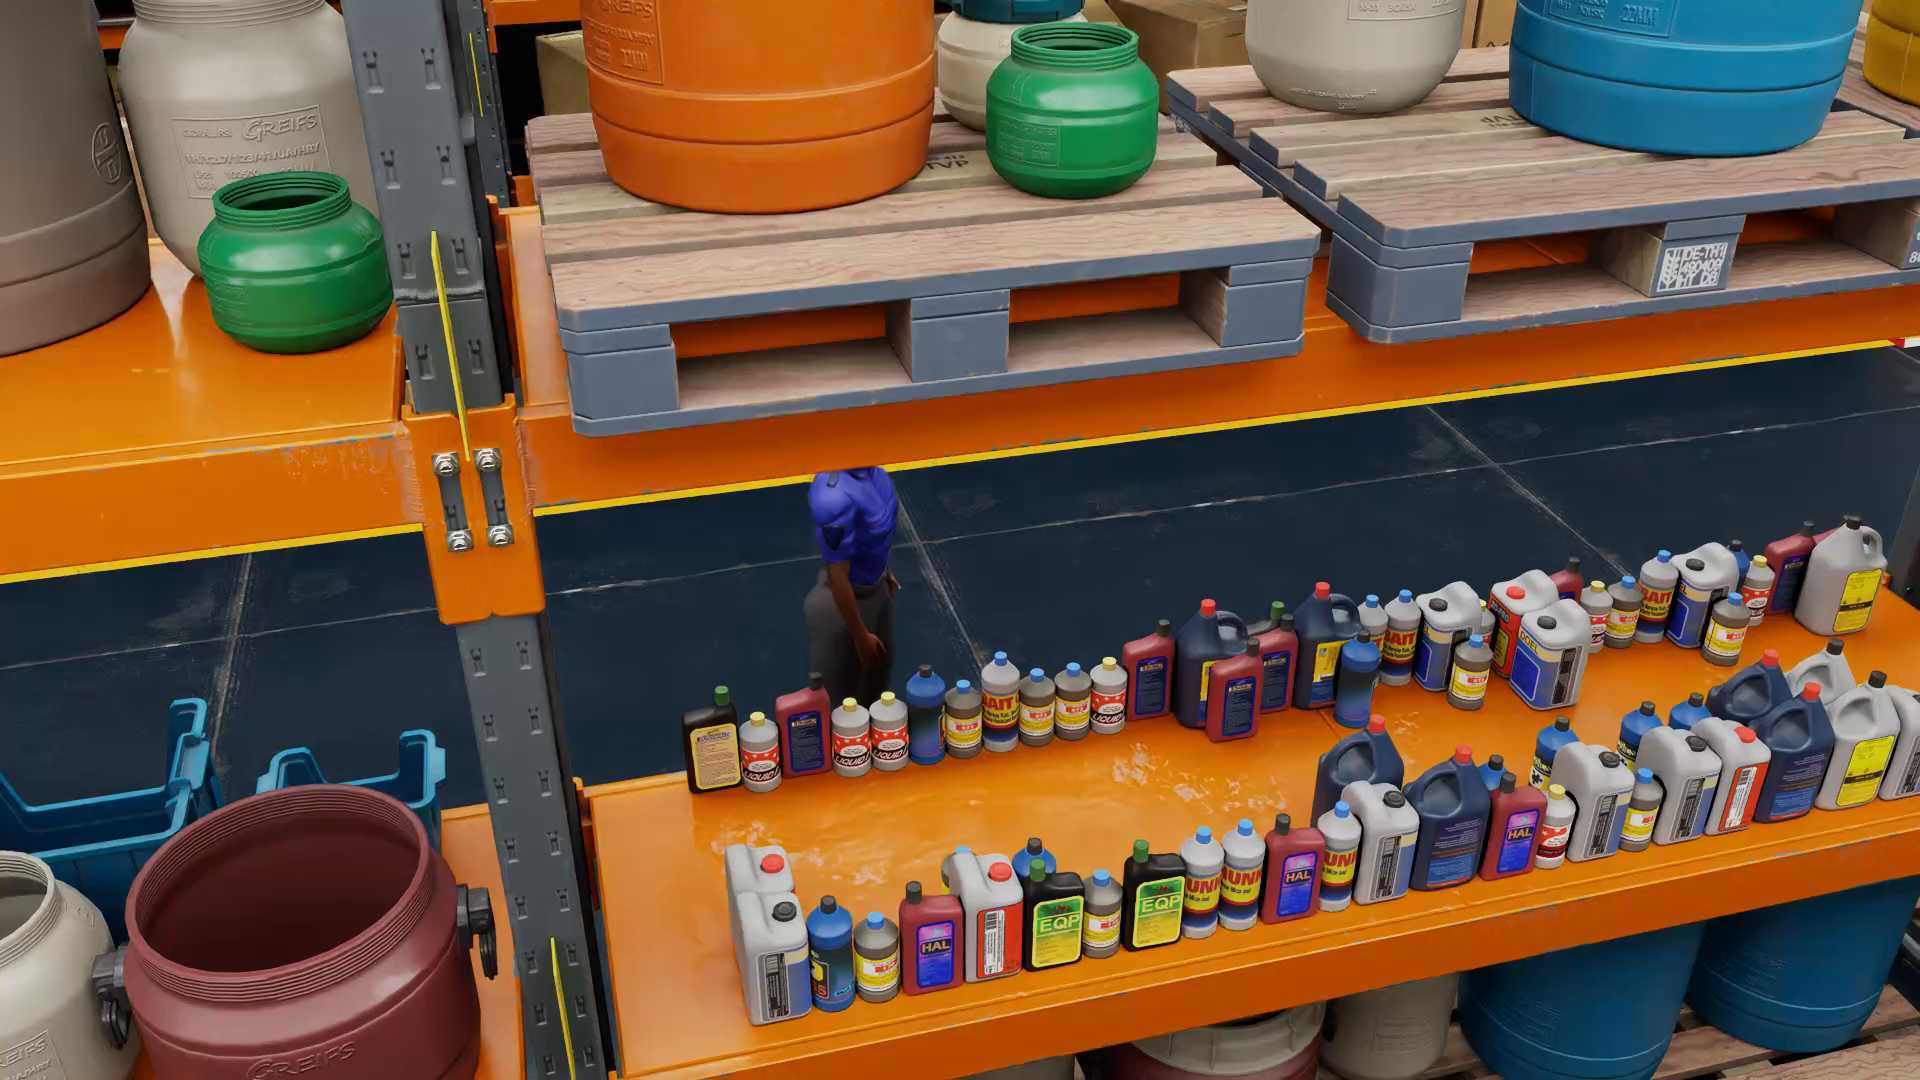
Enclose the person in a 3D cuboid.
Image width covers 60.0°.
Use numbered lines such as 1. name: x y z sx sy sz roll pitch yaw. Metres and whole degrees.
1. person: -0.361 0.227 5.704 0.405 1.661 0.574 6 31 10
